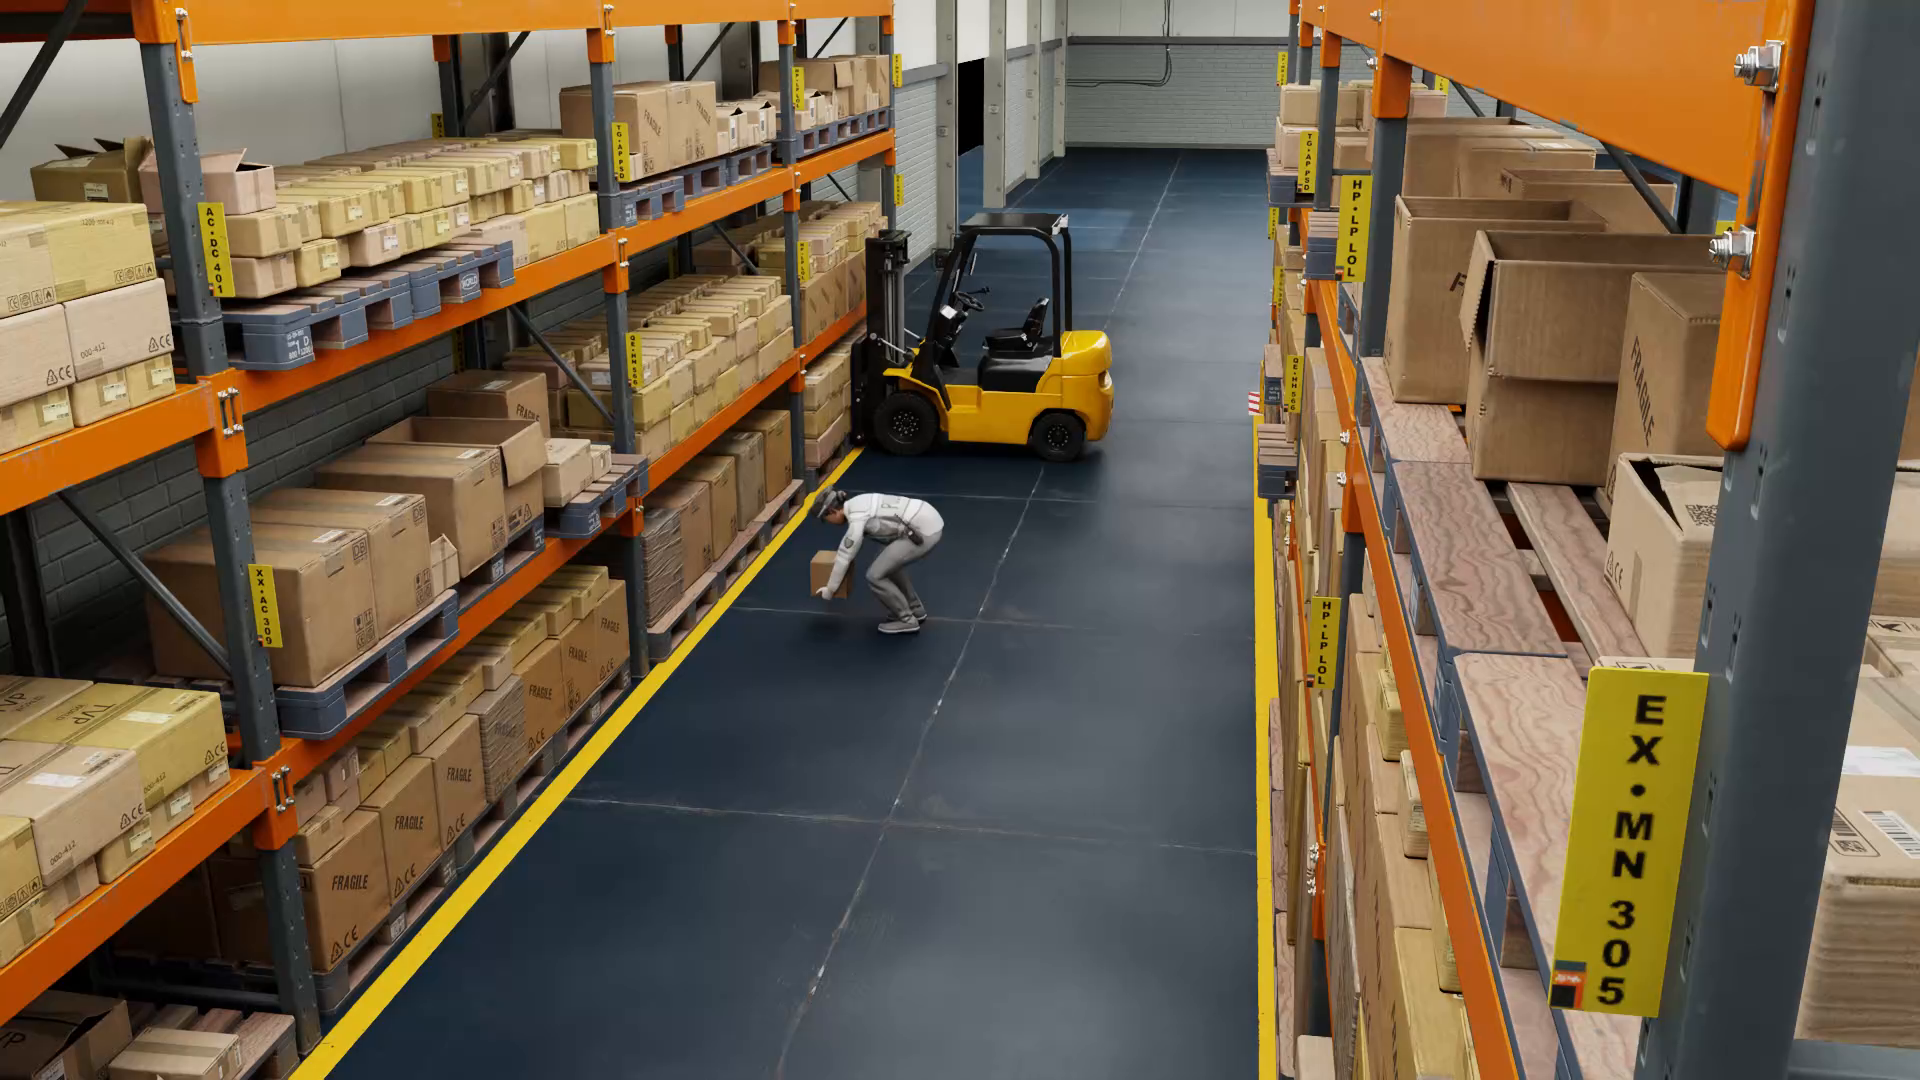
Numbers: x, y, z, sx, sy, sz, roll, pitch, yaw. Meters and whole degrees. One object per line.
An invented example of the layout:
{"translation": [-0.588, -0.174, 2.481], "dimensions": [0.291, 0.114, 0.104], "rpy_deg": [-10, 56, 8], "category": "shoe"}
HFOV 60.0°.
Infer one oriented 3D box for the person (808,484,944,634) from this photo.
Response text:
{"translation": [-0.572, 0.111, 11.300], "dimensions": [0.919, 0.996, 0.468], "rpy_deg": [2, 18, 6], "category": "person"}
